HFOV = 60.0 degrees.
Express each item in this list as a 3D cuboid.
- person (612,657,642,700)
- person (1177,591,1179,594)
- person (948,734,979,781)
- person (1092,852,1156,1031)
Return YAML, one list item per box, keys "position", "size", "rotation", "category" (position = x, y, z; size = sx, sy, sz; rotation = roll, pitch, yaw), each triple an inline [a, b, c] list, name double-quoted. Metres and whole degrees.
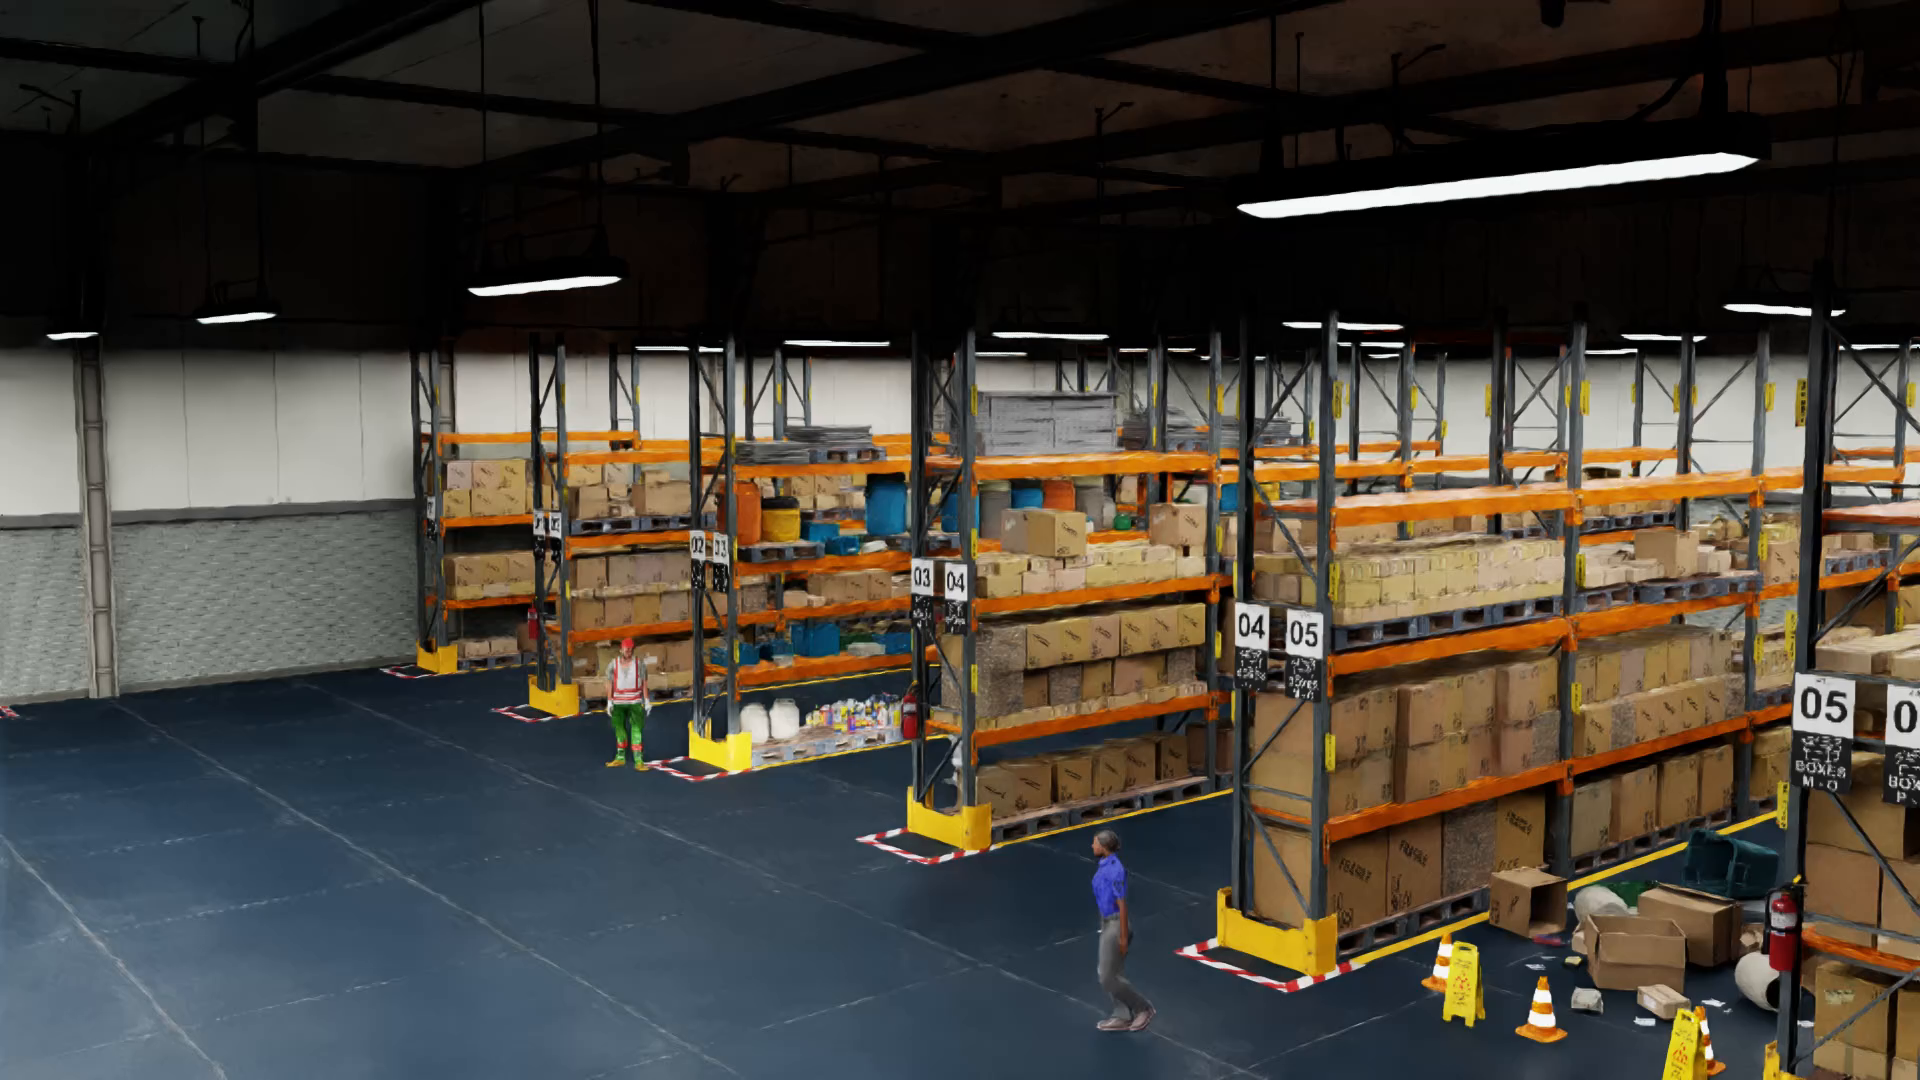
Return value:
- position: [-4.489, 1.855, 22.385]
  size: [0.408, 0.557, 0.312]
  rotation: [-1, 5, -5]
  category: "person"
- position: [4.149, 1.398, 32.817]
  size: [0.478, 1.484, 0.677]
  rotation: [-5, 7, -42]
  category: "person"
- position: [0.064, 2.240, 21.568]
  size: [0.446, 1.726, 0.419]
  rotation: [-1, 5, -12]
  category: "person"
- position: [2.715, 2.457, 20.821]
  size: [3.818, 1.579, 15.542]
  rotation: [0, 5, -2]
  category: "person"
